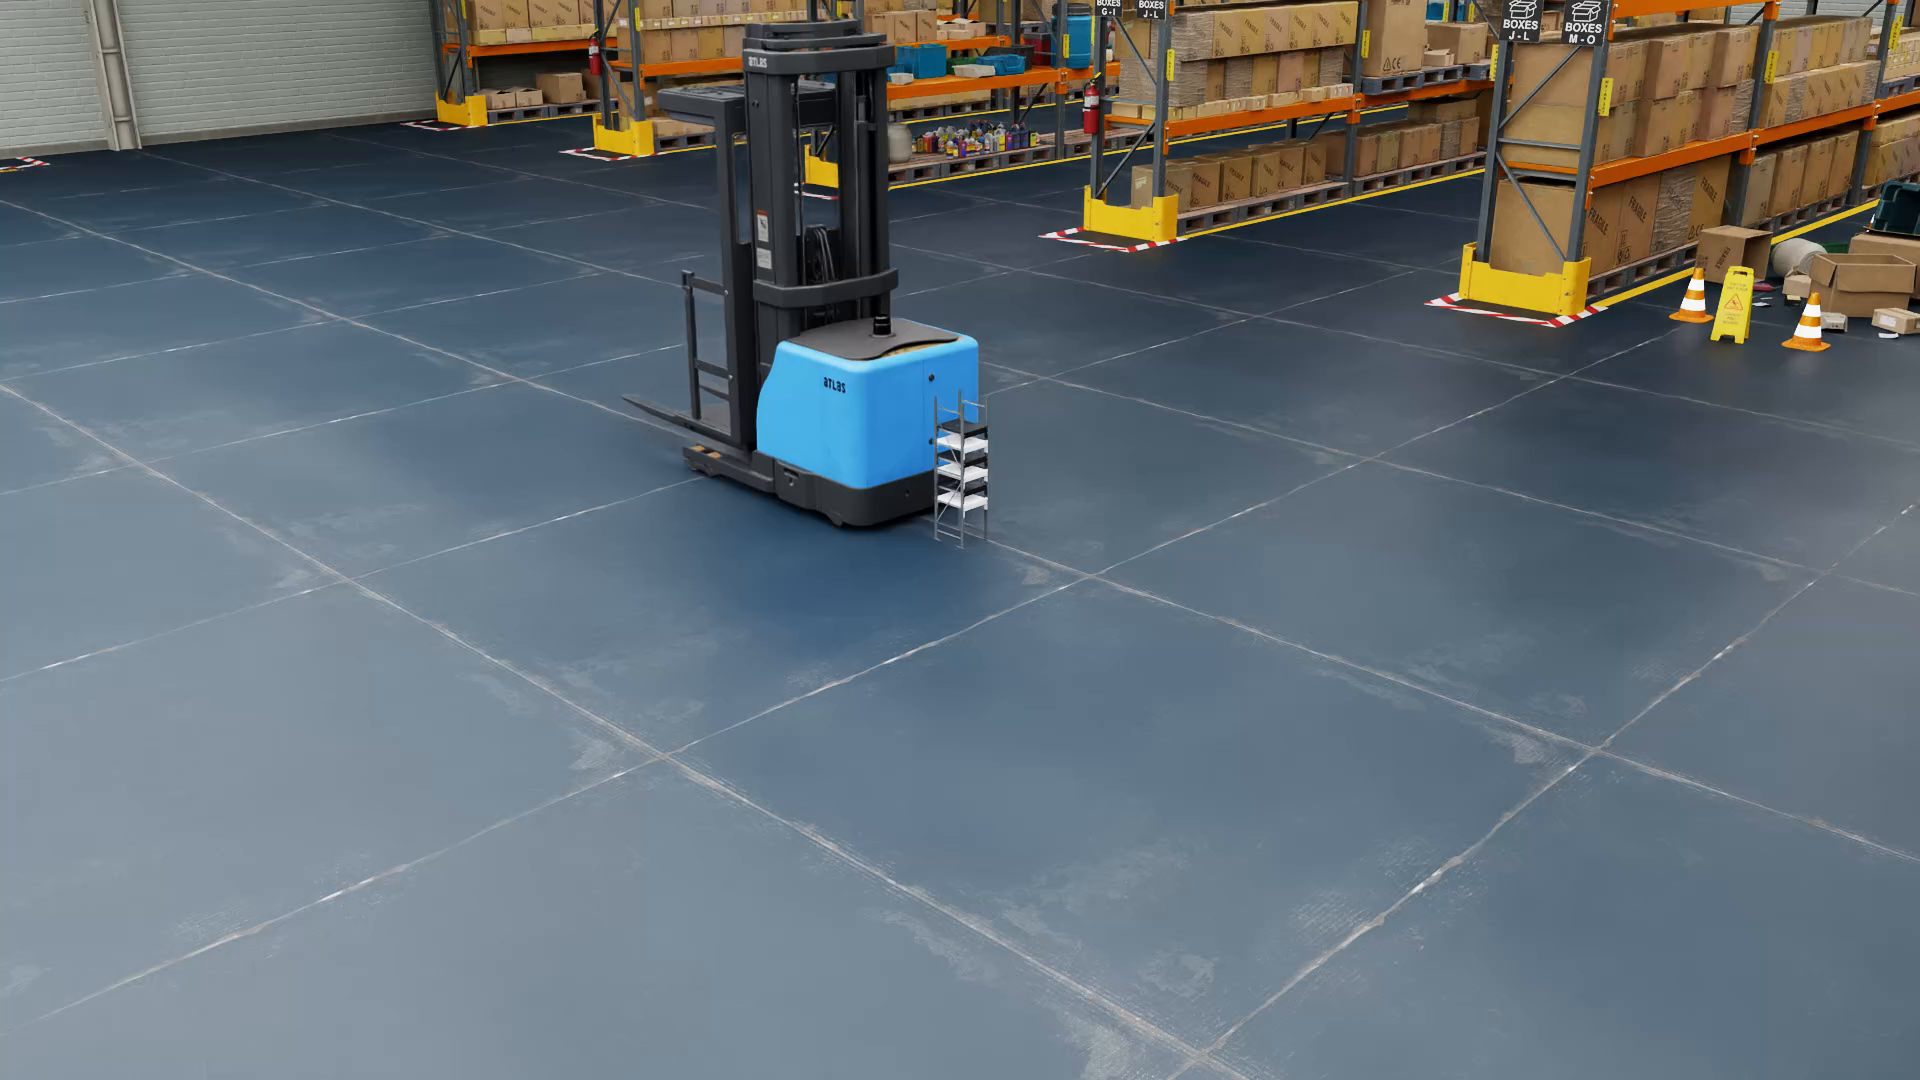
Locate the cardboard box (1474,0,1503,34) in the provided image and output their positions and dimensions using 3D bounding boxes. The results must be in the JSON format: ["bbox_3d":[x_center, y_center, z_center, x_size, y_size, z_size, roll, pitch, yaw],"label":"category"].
[{"bbox_3d":[8.020,-7.701,24.391,0.637,0.503,0.797,-19,28,-40],"label":"cardboard box"}]

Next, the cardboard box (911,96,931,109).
[{"bbox_3d":[-0.856,-7.804,29.444,0.500,0.250,0.500,-20,28,-41],"label":"cardboard box"}]

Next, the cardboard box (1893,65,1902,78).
[{"bbox_3d":[11.813,-6.016,21.311,0.250,0.149,0.380,-18,28,-39],"label":"cardboard box"}]

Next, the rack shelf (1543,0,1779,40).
[{"bbox_3d":[6.796,-5.257,16.392,1.077,0.370,4.000,19,28,41],"label":"rack shelf"}]

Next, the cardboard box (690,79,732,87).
[{"bbox_3d":[-3.957,-7.031,26.389,0.500,0.500,0.500,19,28,41],"label":"cardboard box"}]

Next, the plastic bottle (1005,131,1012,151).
[{"bbox_3d":[0.698,-5.811,24.186,0.133,0.283,0.061,-18,27,-39],"label":"plastic bottle"}]

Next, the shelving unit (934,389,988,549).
[{"bbox_3d":[0.006,-0.422,9.919,0.258,0.900,0.210,19,28,41],"label":"shelving unit"}]

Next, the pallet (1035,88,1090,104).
[{"bbox_3d":[1.802,-8.675,32.351,1.003,0.211,1.213,19,28,41],"label":"pallet"}]

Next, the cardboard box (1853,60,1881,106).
[{"bbox_3d":[10.859,-5.598,20.319,0.500,0.500,0.500,19,28,41],"label":"cardboard box"}]

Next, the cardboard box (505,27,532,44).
[{"bbox_3d":[-7.810,-8.787,28.936,0.500,0.250,0.500,18,28,39],"label":"cardboard box"}]

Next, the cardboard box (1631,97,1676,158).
[{"bbox_3d":[6.475,-4.114,16.389,0.875,0.550,0.550,19,28,41],"label":"cardboard box"}]

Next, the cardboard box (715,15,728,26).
[{"bbox_3d":[-3.853,-8.154,26.064,0.380,0.149,0.250,19,28,40],"label":"cardboard box"}]

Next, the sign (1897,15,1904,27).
[{"bbox_3d":[13.377,-7.301,23.681,0.100,0.325,0.005,19,28,41],"label":"sign"}]

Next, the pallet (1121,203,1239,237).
[{"bbox_3d":[2.562,-3.863,19.832,1.003,0.211,1.213,19,28,41],"label":"pallet"}]

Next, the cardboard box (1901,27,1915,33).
[{"bbox_3d":[13.167,-7.133,23.388,0.250,0.149,0.380,-18,28,-39],"label":"cardboard box"}]

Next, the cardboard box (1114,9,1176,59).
[{"bbox_3d":[2.124,-5.801,19.038,0.500,0.500,0.500,19,28,41],"label":"cardboard box"}]

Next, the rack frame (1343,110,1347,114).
[{"bbox_3d":[6.740,-9.270,30.011,1.000,3.000,0.127,19,28,41],"label":"rack frame"}]

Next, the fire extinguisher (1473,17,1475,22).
[{"bbox_3d":[9.961,-10.013,32.572,0.296,0.674,0.183,19,28,41],"label":"fire extinguisher"}]

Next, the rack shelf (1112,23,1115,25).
[{"bbox_3d":[4.589,-10.689,34.706,1.077,0.370,4.000,19,28,41],"label":"rack shelf"}]

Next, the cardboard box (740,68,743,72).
[{"bbox_3d":[-4.383,-9.323,33.022,0.700,0.500,0.500,19,28,40],"label":"cardboard box"}]

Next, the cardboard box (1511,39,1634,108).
[{"bbox_3d":[5.687,-4.338,15.465,0.875,0.550,0.550,19,28,41],"label":"cardboard box"}]

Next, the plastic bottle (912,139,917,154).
[{"bbox_3d":[-0.664,-5.666,23.922,0.097,0.201,0.097,0,21,0],"label":"plastic bottle"}]

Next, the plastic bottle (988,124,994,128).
[{"bbox_3d":[0.417,-6.085,24.909,0.135,0.276,0.152,-19,28,-40],"label":"plastic bottle"}]

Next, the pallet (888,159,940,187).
[{"bbox_3d":[-1.042,-5.122,23.107,1.003,0.211,1.213,19,28,41],"label":"pallet"}]

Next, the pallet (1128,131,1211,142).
[{"bbox_3d":[3.381,-6.751,27.343,1.003,0.211,1.213,19,28,41],"label":"pallet"}]

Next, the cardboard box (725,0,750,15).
[{"bbox_3d":[-3.743,-8.604,26.330,0.700,0.500,0.500,19,28,41],"label":"cardboard box"}]

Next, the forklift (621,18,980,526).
[{"bbox_3d":[-1.230,-1.898,10.928,1.130,2.935,3.031,-18,27,-39],"label":"forklift"}]

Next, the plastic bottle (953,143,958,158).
[{"bbox_3d":[-0.071,-5.499,23.488,0.097,0.201,0.097,0,21,0],"label":"plastic bottle"}]

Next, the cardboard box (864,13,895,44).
[{"bbox_3d":[-1.473,-8.829,28.726,0.500,0.500,0.500,-18,27,-38],"label":"cardboard box"}]

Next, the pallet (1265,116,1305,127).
[{"bbox_3d":[5.320,-7.465,29.203,1.003,0.211,1.213,19,28,41],"label":"pallet"}]

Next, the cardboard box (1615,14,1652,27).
[{"bbox_3d":[10.806,-8.508,26.779,0.500,0.500,0.500,19,28,41],"label":"cardboard box"}]

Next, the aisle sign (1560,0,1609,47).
[{"bbox_3d":[5.566,-4.798,14.754,0.394,0.787,0.004,19,28,41],"label":"aisle sign"}]

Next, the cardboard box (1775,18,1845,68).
[{"bbox_3d":[9.953,-5.872,19.639,0.700,0.500,0.500,19,28,40],"label":"cardboard box"}]

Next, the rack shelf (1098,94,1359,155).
[{"bbox_3d":[3.312,-5.124,20.227,1.077,0.370,4.000,19,28,41],"label":"rack shelf"}]

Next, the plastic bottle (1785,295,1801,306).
[{"bbox_3d":[8.014,-2.312,16.005,0.133,0.061,0.283,9,23,23],"label":"plastic bottle"}]

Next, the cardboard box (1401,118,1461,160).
[{"bbox_3d":[6.667,-5.717,23.640,0.700,0.500,0.500,16,26,36],"label":"cardboard box"}]

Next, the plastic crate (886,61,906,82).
[{"bbox_3d":[-1.040,-6.485,22.972,0.499,0.251,0.408,19,28,41],"label":"plastic crate"}]

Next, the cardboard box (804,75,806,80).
[{"bbox_3d":[-2.935,-7.676,28.066,0.500,0.500,0.500,19,28,41],"label":"cardboard box"}]

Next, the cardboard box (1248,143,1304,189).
[{"bbox_3d":[4.006,-4.761,21.179,0.500,0.500,0.500,-11,23,-25],"label":"cardboard box"}]

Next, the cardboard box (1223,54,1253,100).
[{"bbox_3d":[2.963,-5.542,19.758,0.875,0.500,0.500,19,28,41],"label":"cardboard box"}]

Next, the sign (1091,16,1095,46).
[{"bbox_3d":[1.533,-5.778,18.871,0.100,0.325,0.005,19,28,41],"label":"sign"}]

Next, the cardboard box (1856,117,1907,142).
[{"bbox_3d":[11.989,-5.361,21.695,0.500,0.250,0.500,19,28,40],"label":"cardboard box"}]

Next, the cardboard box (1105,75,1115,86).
[{"bbox_3d":[2.704,-9.225,32.767,0.500,0.500,0.500,19,28,41],"label":"cardboard box"}]

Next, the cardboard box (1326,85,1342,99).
[{"bbox_3d":[4.587,-5.666,20.984,0.380,0.149,0.250,19,28,41],"label":"cardboard box"}]

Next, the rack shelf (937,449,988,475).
[{"bbox_3d":[0.006,-0.475,9.898,0.258,0.077,0.200,19,28,41],"label":"rack shelf"}]

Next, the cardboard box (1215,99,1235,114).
[{"bbox_3d":[2.999,-5.094,19.496,0.380,0.149,0.250,19,28,41],"label":"cardboard box"}]

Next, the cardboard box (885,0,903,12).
[{"bbox_3d":[-1.550,-11.372,34.899,0.500,0.500,0.500,-19,28,-41],"label":"cardboard box"}]

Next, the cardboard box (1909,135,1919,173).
[{"bbox_3d":[12.717,-5.276,22.520,0.500,0.500,0.500,18,28,40],"label":"cardboard box"}]

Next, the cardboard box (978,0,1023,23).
[{"bbox_3d":[0.761,-9.915,30.965,0.700,0.500,0.500,9,23,23],"label":"cardboard box"}]

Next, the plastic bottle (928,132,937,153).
[{"bbox_3d":[-0.392,-5.736,23.990,0.061,0.283,0.133,19,28,41],"label":"plastic bottle"}]

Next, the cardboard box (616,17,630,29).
[{"bbox_3d":[-5.048,-7.921,25.459,0.380,0.149,0.250,19,28,40],"label":"cardboard box"}]

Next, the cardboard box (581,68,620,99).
[{"bbox_3d":[-6.635,-8.455,30.761,0.500,0.500,0.500,17,27,37],"label":"cardboard box"}]

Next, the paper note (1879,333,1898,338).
[{"bbox_3d":[8.251,-1.821,14.768,0.148,0.019,0.142,9,23,23],"label":"paper note"}]
